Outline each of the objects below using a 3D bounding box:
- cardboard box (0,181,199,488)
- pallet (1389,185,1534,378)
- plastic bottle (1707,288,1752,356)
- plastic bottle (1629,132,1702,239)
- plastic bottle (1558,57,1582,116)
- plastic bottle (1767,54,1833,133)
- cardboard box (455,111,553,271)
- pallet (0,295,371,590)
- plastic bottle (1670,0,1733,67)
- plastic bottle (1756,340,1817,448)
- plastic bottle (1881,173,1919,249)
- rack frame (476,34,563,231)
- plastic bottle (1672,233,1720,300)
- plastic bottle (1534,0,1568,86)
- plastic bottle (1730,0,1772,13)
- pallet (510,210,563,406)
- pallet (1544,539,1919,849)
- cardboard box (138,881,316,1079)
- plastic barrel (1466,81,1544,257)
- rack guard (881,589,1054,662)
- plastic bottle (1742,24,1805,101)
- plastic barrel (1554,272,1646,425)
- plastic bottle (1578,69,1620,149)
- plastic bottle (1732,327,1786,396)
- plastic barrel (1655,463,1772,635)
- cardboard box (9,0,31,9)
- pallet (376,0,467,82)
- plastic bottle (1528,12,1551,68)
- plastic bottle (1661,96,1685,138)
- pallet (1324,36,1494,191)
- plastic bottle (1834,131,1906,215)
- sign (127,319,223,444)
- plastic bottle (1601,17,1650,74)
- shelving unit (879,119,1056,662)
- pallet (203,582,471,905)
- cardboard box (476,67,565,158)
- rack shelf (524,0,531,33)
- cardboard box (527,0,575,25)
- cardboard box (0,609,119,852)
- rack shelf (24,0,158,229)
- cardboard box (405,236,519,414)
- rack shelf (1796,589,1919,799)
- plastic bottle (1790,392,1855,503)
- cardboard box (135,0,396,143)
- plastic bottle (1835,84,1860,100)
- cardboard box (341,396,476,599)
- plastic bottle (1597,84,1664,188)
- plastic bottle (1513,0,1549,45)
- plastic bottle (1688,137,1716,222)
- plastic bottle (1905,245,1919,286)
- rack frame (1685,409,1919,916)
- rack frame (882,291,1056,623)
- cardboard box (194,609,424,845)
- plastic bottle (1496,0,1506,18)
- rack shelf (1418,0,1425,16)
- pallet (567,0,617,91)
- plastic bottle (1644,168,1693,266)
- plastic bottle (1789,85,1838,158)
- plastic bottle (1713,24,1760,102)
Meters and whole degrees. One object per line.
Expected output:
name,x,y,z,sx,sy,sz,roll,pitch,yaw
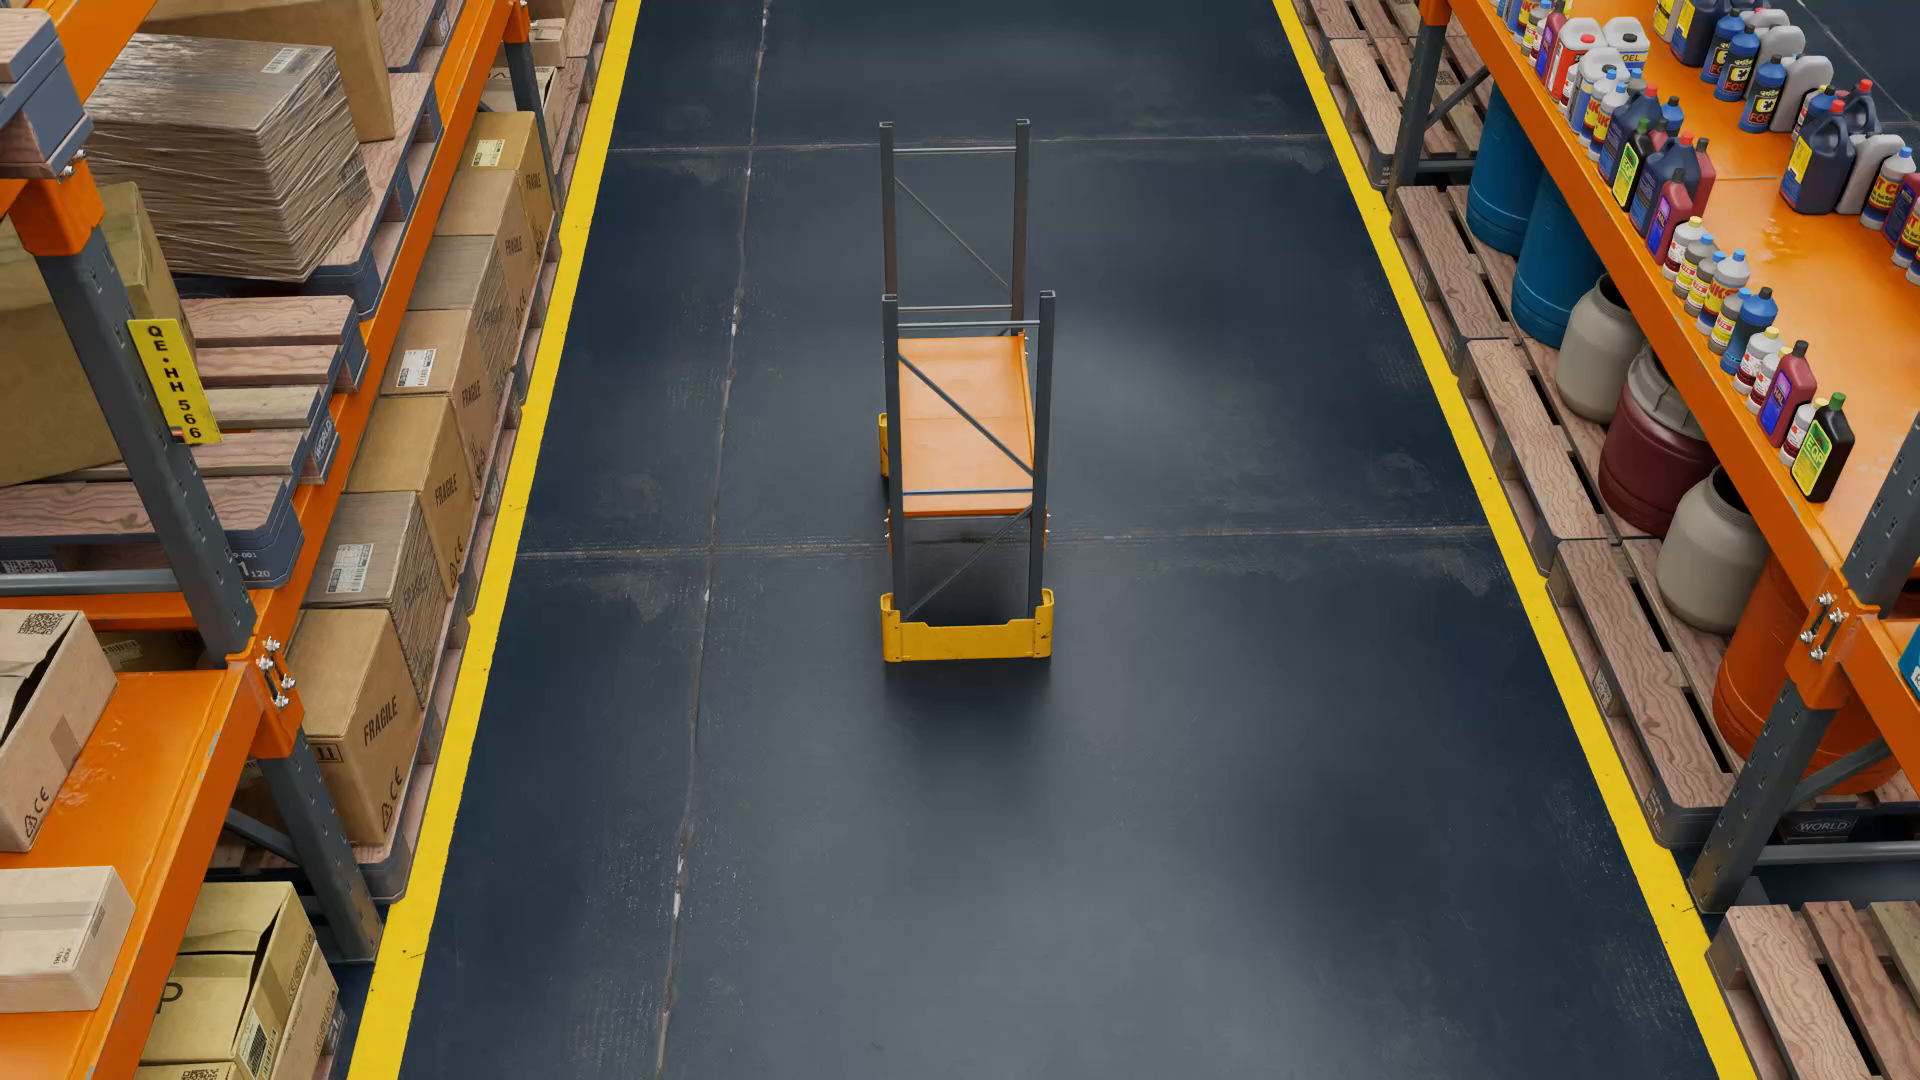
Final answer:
cardboard box,-2.361,-0.502,4.193,0.700,0.500,0.500,-15,45,-16
pallet,2.549,-1.178,7.379,1.003,0.211,1.213,-2,43,-2
plastic bottle,2.275,-0.647,4.883,0.097,0.201,0.097,0,43,0
plastic bottle,2.271,-1.151,5.322,0.144,0.351,0.185,-2,43,-2
plastic bottle,2.214,-1.628,5.953,0.097,0.201,0.097,0,43,0
plastic bottle,2.950,-1.591,5.858,0.152,0.276,0.135,-2,43,-2
cardboard box,-2.084,-1.505,7.196,0.500,0.500,0.500,-2,43,-2
pallet,-2.320,-0.273,4.470,1.213,0.211,1.003,-2,43,-2
plastic bottle,2.788,-1.970,6.216,0.144,0.351,0.185,-2,43,-2
plastic bottle,2.274,-0.402,4.555,0.061,0.283,0.133,-2,43,-2
plastic bottle,3.029,-1.068,5.281,0.061,0.283,0.133,-2,43,-2
rack frame,-2.391,-2.589,6.854,1.000,3.000,0.127,-2,43,-2
plastic bottle,2.263,-0.844,5.098,0.097,0.201,0.097,0,43,0
plastic bottle,2.185,-1.826,6.109,0.061,0.283,0.133,-2,43,-2
plastic bottle,2.932,-1.974,6.221,0.144,0.351,0.185,-2,43,-2
pallet,-2.319,-1.013,7.199,1.003,0.211,1.213,-2,43,-2
pallet,2.653,0.469,5.582,1.003,0.211,1.213,-2,43,-2
cardboard box,-1.953,1.110,4.128,0.500,0.311,0.500,-1,43,-1
plastic barrel,2.564,-1.742,7.173,0.600,0.901,0.708,-2,43,-2
rack guard,0.024,0.296,5.743,0.587,0.250,0.087,-2,43,-2
plastic bottle,2.940,-1.748,6.029,0.152,0.276,0.135,-2,43,-2
plastic barrel,2.529,-0.737,6.364,0.421,0.512,0.421,0,43,0
plastic bottle,2.224,-1.497,5.758,0.097,0.271,0.097,0,43,0
plastic bottle,2.284,-0.516,4.740,0.097,0.201,0.097,0,43,0
plastic barrel,2.577,0.026,5.532,0.421,0.512,0.421,0,43,0
cardboard box,-2.274,-1.325,3.181,0.910,0.500,0.500,-2,43,-2
pallet,-2.466,-1.975,6.327,1.003,0.211,1.213,-2,43,-2
plastic bottle,2.198,-1.874,6.222,0.097,0.201,0.097,0,43,0
plastic bottle,2.376,-1.370,5.619,0.097,0.271,0.097,0,43,0
pallet,2.488,-2.196,8.489,1.003,0.211,1.213,-2,43,-2
plastic bottle,2.973,-1.220,5.453,0.152,0.276,0.135,-2,43,-2
sign,-1.667,-0.333,3.537,0.100,0.325,0.005,-2,43,-2
plastic bottle,2.388,-1.739,6.019,0.152,0.276,0.135,-2,43,-2
shelving unit,0.003,-0.501,5.687,0.587,1.500,1.083,-2,43,-2
pallet,-2.215,0.634,5.402,1.003,0.211,1.213,-2,43,-2
cardboard box,-2.193,-2.049,7.930,0.500,0.311,0.500,-2,43,-2
rack shelf,-2.476,-3.674,8.571,1.077,0.370,4.000,-2,43,-2
cardboard box,-2.476,-3.099,8.933,0.797,0.503,0.637,-2,43,-2
cardboard box,-2.250,0.391,3.669,0.500,0.311,0.500,1,43,1
rack shelf,-2.306,-2.079,4.611,1.077,0.370,4.000,-2,43,-2
cardboard box,-2.051,-0.832,6.462,0.500,0.500,0.500,-1,43,-1
rack shelf,2.813,1.587,2.831,1.077,0.370,4.000,-2,43,-2
plastic bottle,2.284,-0.246,4.385,0.061,0.283,0.133,-2,43,-2
cardboard box,-2.255,-1.590,5.379,0.700,0.500,0.500,-12,44,-13
plastic bottle,3.005,-1.439,5.687,0.061,0.283,0.133,-2,43,-2
cardboard box,-1.999,-0.137,5.704,0.500,0.500,0.500,-2,43,-2
plastic bottle,2.257,-1.366,5.557,0.144,0.351,0.185,-2,43,-2
plastic bottle,2.190,-2.031,6.342,0.097,0.271,0.097,0,43,0
plastic bottle,2.372,-1.146,5.367,0.061,0.283,0.133,-2,43,-2
plastic bottle,3.020,-0.919,5.128,0.097,0.271,0.097,0,43,0
rack frame,2.728,-0.028,4.061,1.000,3.000,0.127,-2,43,-2
rack frame,0.025,-0.152,5.306,0.500,1.500,0.032,-2,43,-2
cardboard box,-1.955,0.555,4.949,0.500,0.500,0.500,0,43,0
plastic bottle,2.180,-2.188,6.512,0.097,0.271,0.097,0,43,0
rack shelf,2.473,-3.813,8.723,1.077,0.370,4.000,-2,43,-2
pallet,-2.474,-2.850,9.203,1.003,0.211,1.213,-2,43,-2
plastic bottle,2.236,-1.017,5.226,0.061,0.283,0.133,-2,43,-2
plastic bottle,2.927,-1.420,5.675,0.097,0.271,0.097,0,43,0
plastic bottle,2.816,-1.730,6.013,0.097,0.271,0.097,0,43,0
